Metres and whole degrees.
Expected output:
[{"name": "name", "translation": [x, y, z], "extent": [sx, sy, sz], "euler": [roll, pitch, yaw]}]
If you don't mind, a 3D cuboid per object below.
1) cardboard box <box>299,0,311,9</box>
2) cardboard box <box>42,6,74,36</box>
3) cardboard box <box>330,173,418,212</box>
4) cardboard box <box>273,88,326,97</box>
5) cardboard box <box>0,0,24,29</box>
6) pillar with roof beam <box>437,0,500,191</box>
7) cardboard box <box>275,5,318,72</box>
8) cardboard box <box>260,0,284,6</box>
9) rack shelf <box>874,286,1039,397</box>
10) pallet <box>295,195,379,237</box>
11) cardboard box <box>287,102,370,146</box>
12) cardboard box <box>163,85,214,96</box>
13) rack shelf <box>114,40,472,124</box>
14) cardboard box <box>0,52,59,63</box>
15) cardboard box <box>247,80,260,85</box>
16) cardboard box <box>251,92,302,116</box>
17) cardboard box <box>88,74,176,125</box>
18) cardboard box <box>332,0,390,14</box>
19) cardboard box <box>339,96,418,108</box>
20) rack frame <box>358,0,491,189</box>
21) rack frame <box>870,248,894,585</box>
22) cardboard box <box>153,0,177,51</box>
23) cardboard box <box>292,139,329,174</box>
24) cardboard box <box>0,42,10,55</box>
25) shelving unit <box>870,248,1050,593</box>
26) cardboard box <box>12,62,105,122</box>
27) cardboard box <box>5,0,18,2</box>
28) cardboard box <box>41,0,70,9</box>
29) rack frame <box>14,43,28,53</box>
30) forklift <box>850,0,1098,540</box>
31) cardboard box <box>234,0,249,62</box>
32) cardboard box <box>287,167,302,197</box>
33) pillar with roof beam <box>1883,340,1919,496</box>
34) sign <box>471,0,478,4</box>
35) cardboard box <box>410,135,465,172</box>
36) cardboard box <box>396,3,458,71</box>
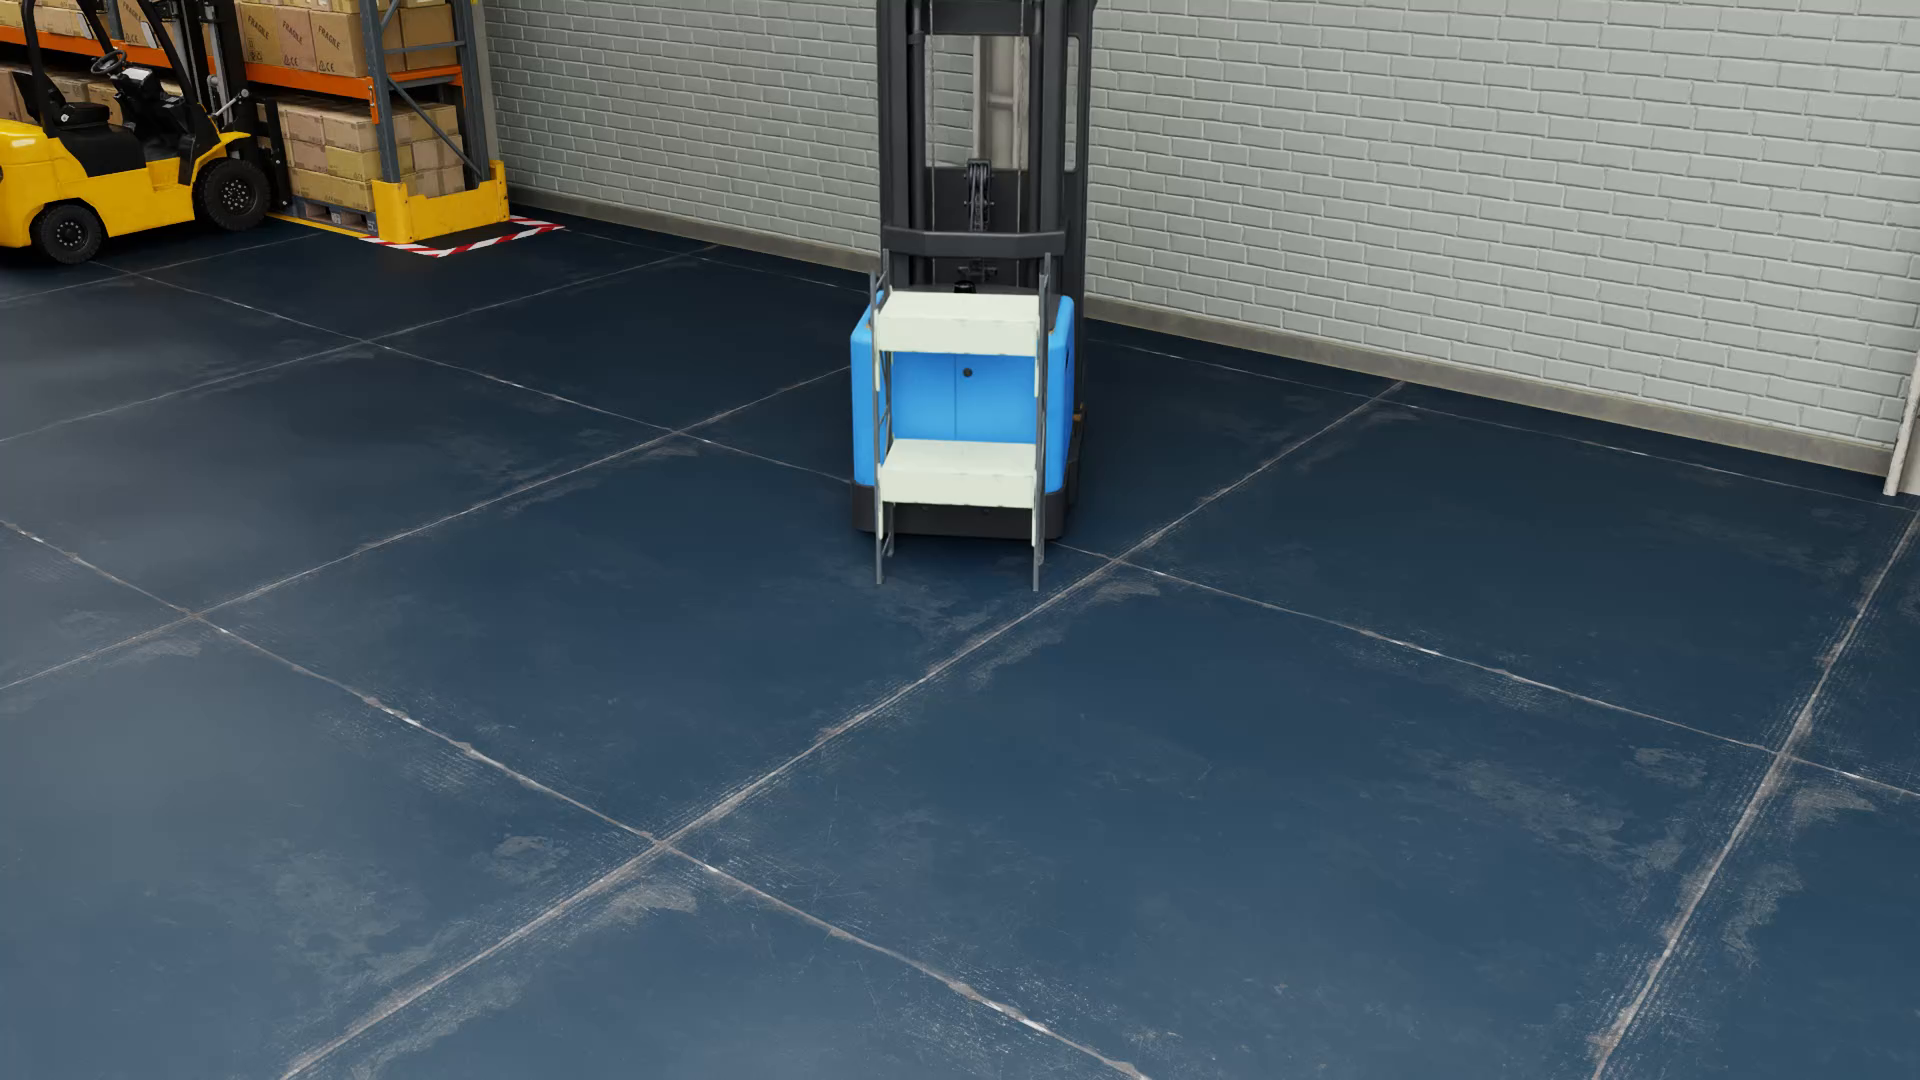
[{"name": "cardboard box", "translation": [-5.287, -4.533, 13.889], "extent": [0.250, 0.149, 0.380], "euler": [17, 29, 34]}, {"name": "cardboard box", "translation": [-8.615, -5.118, 16.331], "extent": [0.500, 0.250, 0.500], "euler": [17, 29, 33]}, {"name": "cardboard box", "translation": [-5.014, -3.008, 14.245], "extent": [0.500, 0.250, 0.500], "euler": [17, 29, 34]}, {"name": "cardboard box", "translation": [-5.921, -4.001, 15.260], "extent": [0.500, 0.250, 0.500], "euler": [16, 28, 32]}, {"name": "cardboard box", "translation": [-9.412, -5.370, 16.904], "extent": [0.500, 0.250, 0.500], "euler": [18, 29, 35]}, {"name": "pillar with roof beam", "translation": [-7.047, -5.878, 10.429], "extent": [0.400, 9.000, 9.100], "euler": [17, 29, 33]}, {"name": "cardboard box", "translation": [-5.410, -4.271, 14.098], "extent": [0.500, 0.500, 0.500], "euler": [18, 29, 35]}, {"name": "cardboard box", "translation": [-5.721, -4.646, 14.145], "extent": [0.250, 0.149, 0.380], "euler": [16, 28, 32]}, {"name": "rack shelf", "translation": [0.008, -0.895, 7.454], "extent": [0.720, 0.370, 0.431], "euler": [3, 24, 6]}, {"name": "pallet", "translation": [-5.086, -2.957, 14.700], "extent": [1.213, 0.211, 1.003], "euler": [17, 29, 33]}, {"name": "cardboard box", "translation": [-5.416, -3.586, 14.317], "extent": [0.500, 0.250, 0.500], "euler": [17, 29, 34]}, {"name": "cardboard box", "translation": [-7.047, -4.076, 15.429], "extent": [0.500, 0.250, 0.500], "euler": [17, 29, 33]}, {"name": "rack shelf", "translation": [-6.049, -4.216, 14.992], "extent": [4.000, 0.370, 1.077], "euler": [17, 29, 33]}, {"name": "cardboard box", "translation": [-10.359, -4.947, 18.181], "extent": [0.625, 0.625, 0.875], "euler": [18, 29, 35]}, {"name": "cardboard box", "translation": [-6.725, -4.246, 15.817], "extent": [0.500, 0.250, 0.500], "euler": [16, 29, 33]}, {"name": "cardboard box", "translation": [-6.227, -3.830, 14.871], "extent": [0.500, 0.250, 0.500], "euler": [16, 28, 32]}, {"name": "cardboard box", "translation": [-8.074, -4.257, 16.617], "extent": [0.625, 0.625, 0.875], "euler": [18, 30, 36]}, {"name": "cardboard box", "translation": [-4.894, -4.398, 13.583], "extent": [0.250, 0.149, 0.380], "euler": [17, 29, 34]}, {"name": "cardboard box", "translation": [-5.122, -3.750, 14.691], "extent": [0.500, 0.250, 0.500], "euler": [17, 29, 33]}, {"name": "rack frame", "translation": [-4.449, -4.062, 13.749], "extent": [0.127, 3.000, 1.000], "euler": [17, 29, 33]}, {"name": "rack frame", "translation": [-0.356, -0.555, 7.650], "extent": [0.023, 1.500, 0.400], "euler": [3, 24, 6]}, {"name": "cardboard box", "translation": [-7.024, -4.763, 15.216], "extent": [0.500, 0.500, 0.500], "euler": [17, 29, 34]}, {"name": "cardboard box", "translation": [-5.421, -3.366, 14.439], "extent": [0.500, 0.250, 0.500], "euler": [16, 29, 33]}, {"name": "cardboard box", "translation": [-11.081, -5.568, 18.943], "extent": [0.250, 0.149, 0.380], "euler": [19, 30, 36]}, {"name": "shelving unit", "translation": [0.008, -0.538, 7.612], "extent": [0.755, 1.500, 0.431], "euler": [3, 24, 6]}, {"name": "cardboard box", "translation": [-9.293, -4.629, 17.459], "extent": [0.625, 0.625, 0.875], "euler": [15, 28, 31]}, {"name": "cardboard box", "translation": [-9.410, -5.601, 16.809], "extent": [0.500, 0.250, 0.500], "euler": [17, 29, 34]}, {"name": "cardboard box", "translation": [-8.612, -5.348, 16.233], "extent": [0.500, 0.250, 0.500], "euler": [16, 28, 32]}, {"name": "rack frame", "translation": [-10.850, -5.997, 18.140], "extent": [0.127, 3.000, 1.000], "euler": [17, 29, 33]}, {"name": "forklift", "translation": [0.151, -1.901, 8.930], "extent": [1.130, 2.935, 3.031], "euler": [3, 24, 6]}, {"name": "cardboard box", "translation": [-6.229, -4.512, 14.647], "extent": [0.500, 0.500, 0.500], "euler": [17, 29, 34]}, {"name": "cardboard box", "translation": [-5.801, -3.255, 14.806], "extent": [0.500, 0.250, 0.500], "euler": [17, 29, 34]}, {"name": "pillar with roof beam", "translation": [2.555, -2.976, 3.843], "extent": [0.400, 9.000, 9.100], "euler": [17, 29, 33]}, {"name": "sign", "translation": [-4.111, -4.672, 13.962], "extent": [0.005, 0.325, 0.100], "euler": [17, 29, 33]}, {"name": "cardboard box", "translation": [-4.700, -3.405, 14.528], "extent": [0.500, 0.250, 0.500], "euler": [17, 29, 34]}, {"name": "cardboard box", "translation": [-4.679, -4.317, 14.204], "extent": [0.500, 0.500, 0.500], "euler": [18, 29, 35]}]
